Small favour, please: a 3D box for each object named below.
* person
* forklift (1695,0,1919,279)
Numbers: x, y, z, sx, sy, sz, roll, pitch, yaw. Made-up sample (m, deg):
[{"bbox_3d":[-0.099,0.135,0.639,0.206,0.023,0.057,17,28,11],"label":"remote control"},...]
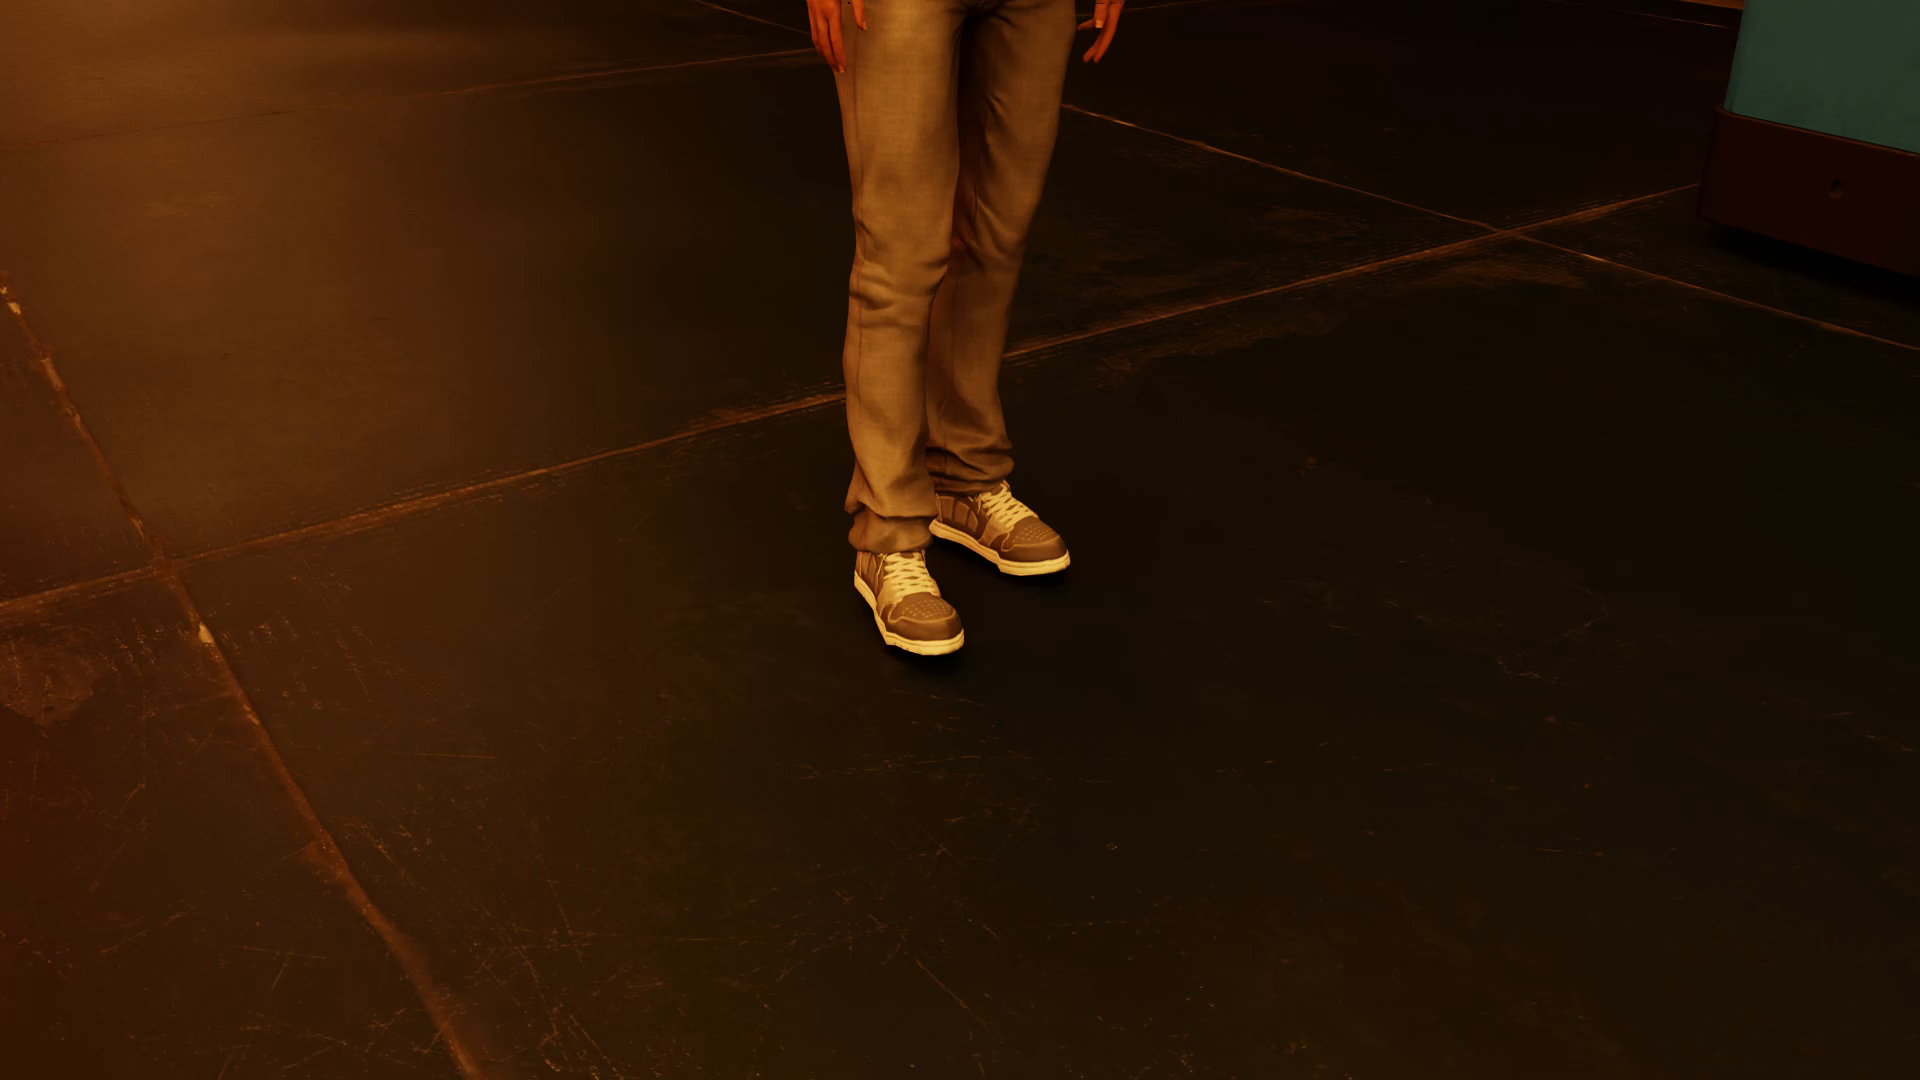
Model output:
[{"bbox_3d":[0.032,-0.689,2.077,0.521,1.599,0.473,-17,31,-31],"label":"person"},{"bbox_3d":[3.227,-2.154,3.525,3.031,2.935,1.130,-15,30,-27],"label":"forklift"}]
